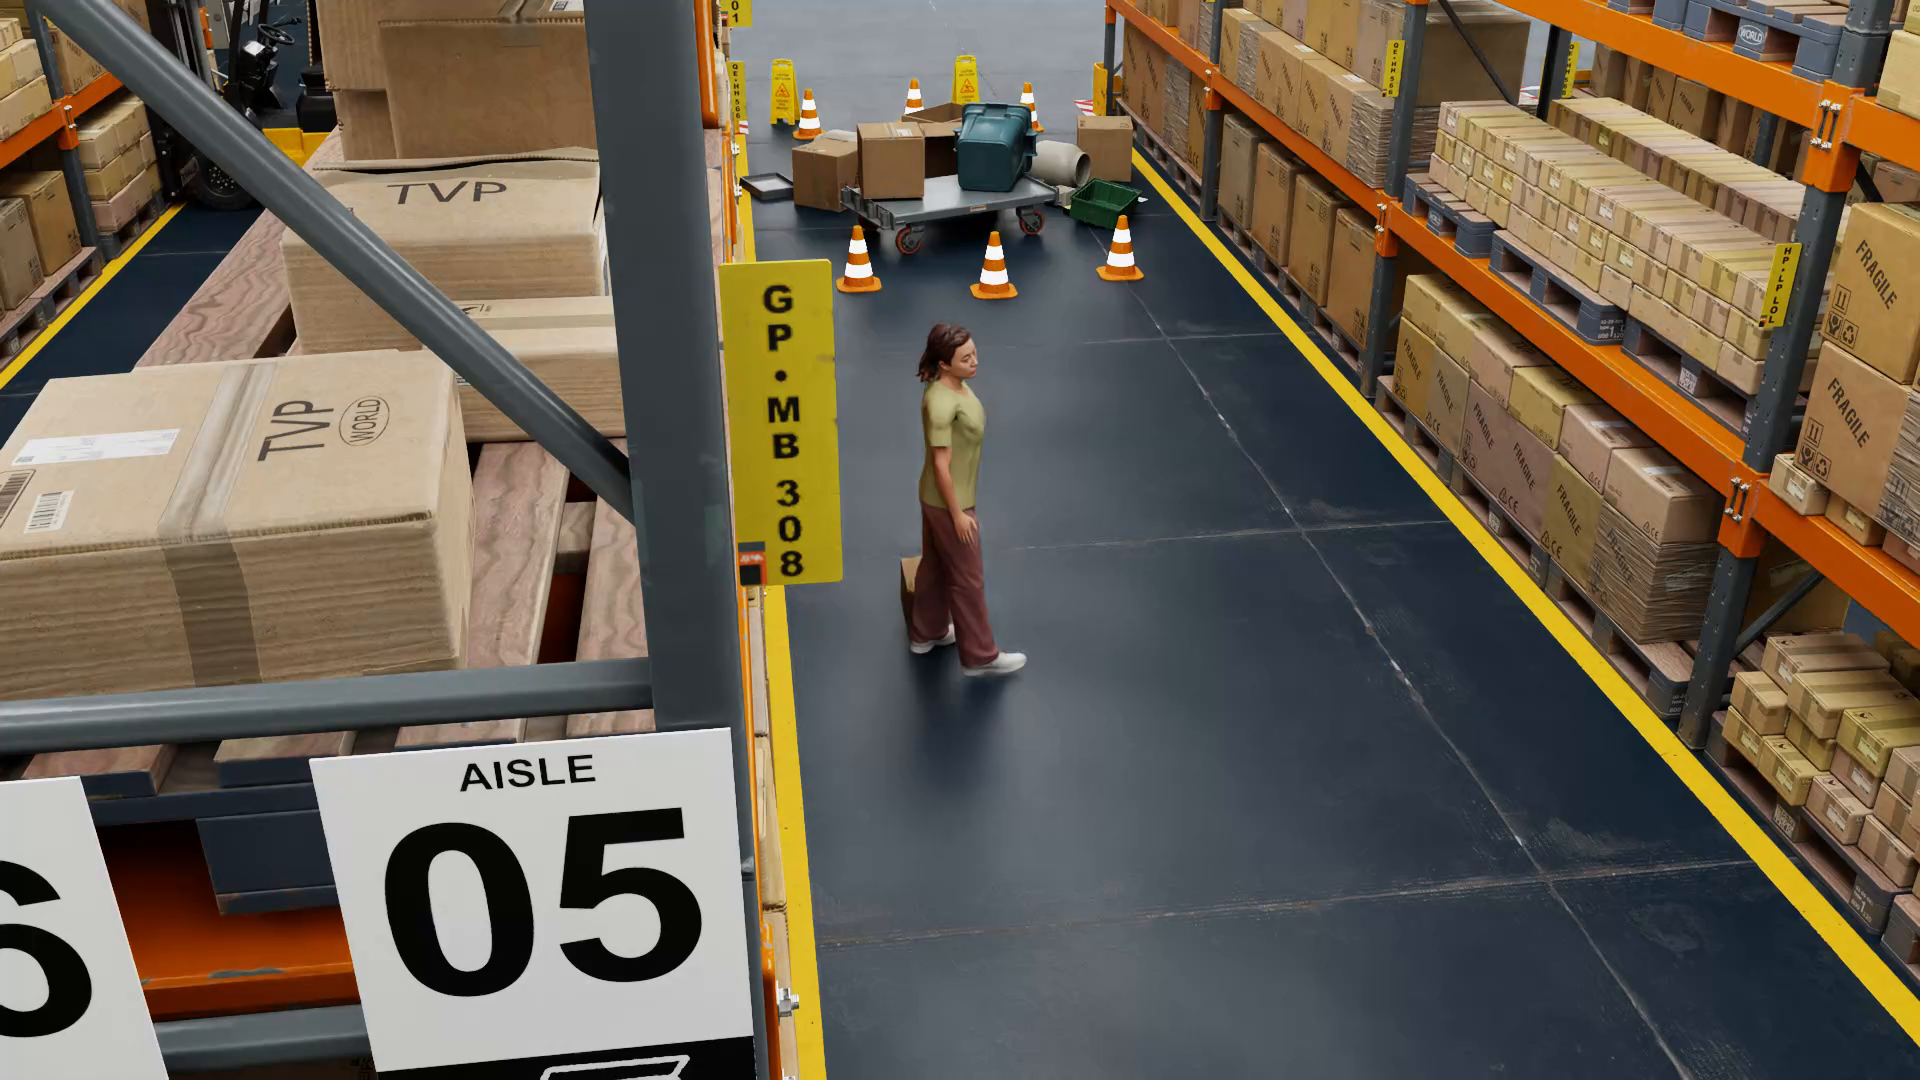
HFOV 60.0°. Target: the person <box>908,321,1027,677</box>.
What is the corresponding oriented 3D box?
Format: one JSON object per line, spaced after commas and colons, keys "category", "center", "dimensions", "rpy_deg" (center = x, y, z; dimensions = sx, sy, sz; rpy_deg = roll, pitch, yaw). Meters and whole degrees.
{"category": "person", "center": [0.031, -0.175, 7.411], "dimensions": [0.555, 1.671, 0.538], "rpy_deg": [0, 27, -1]}
